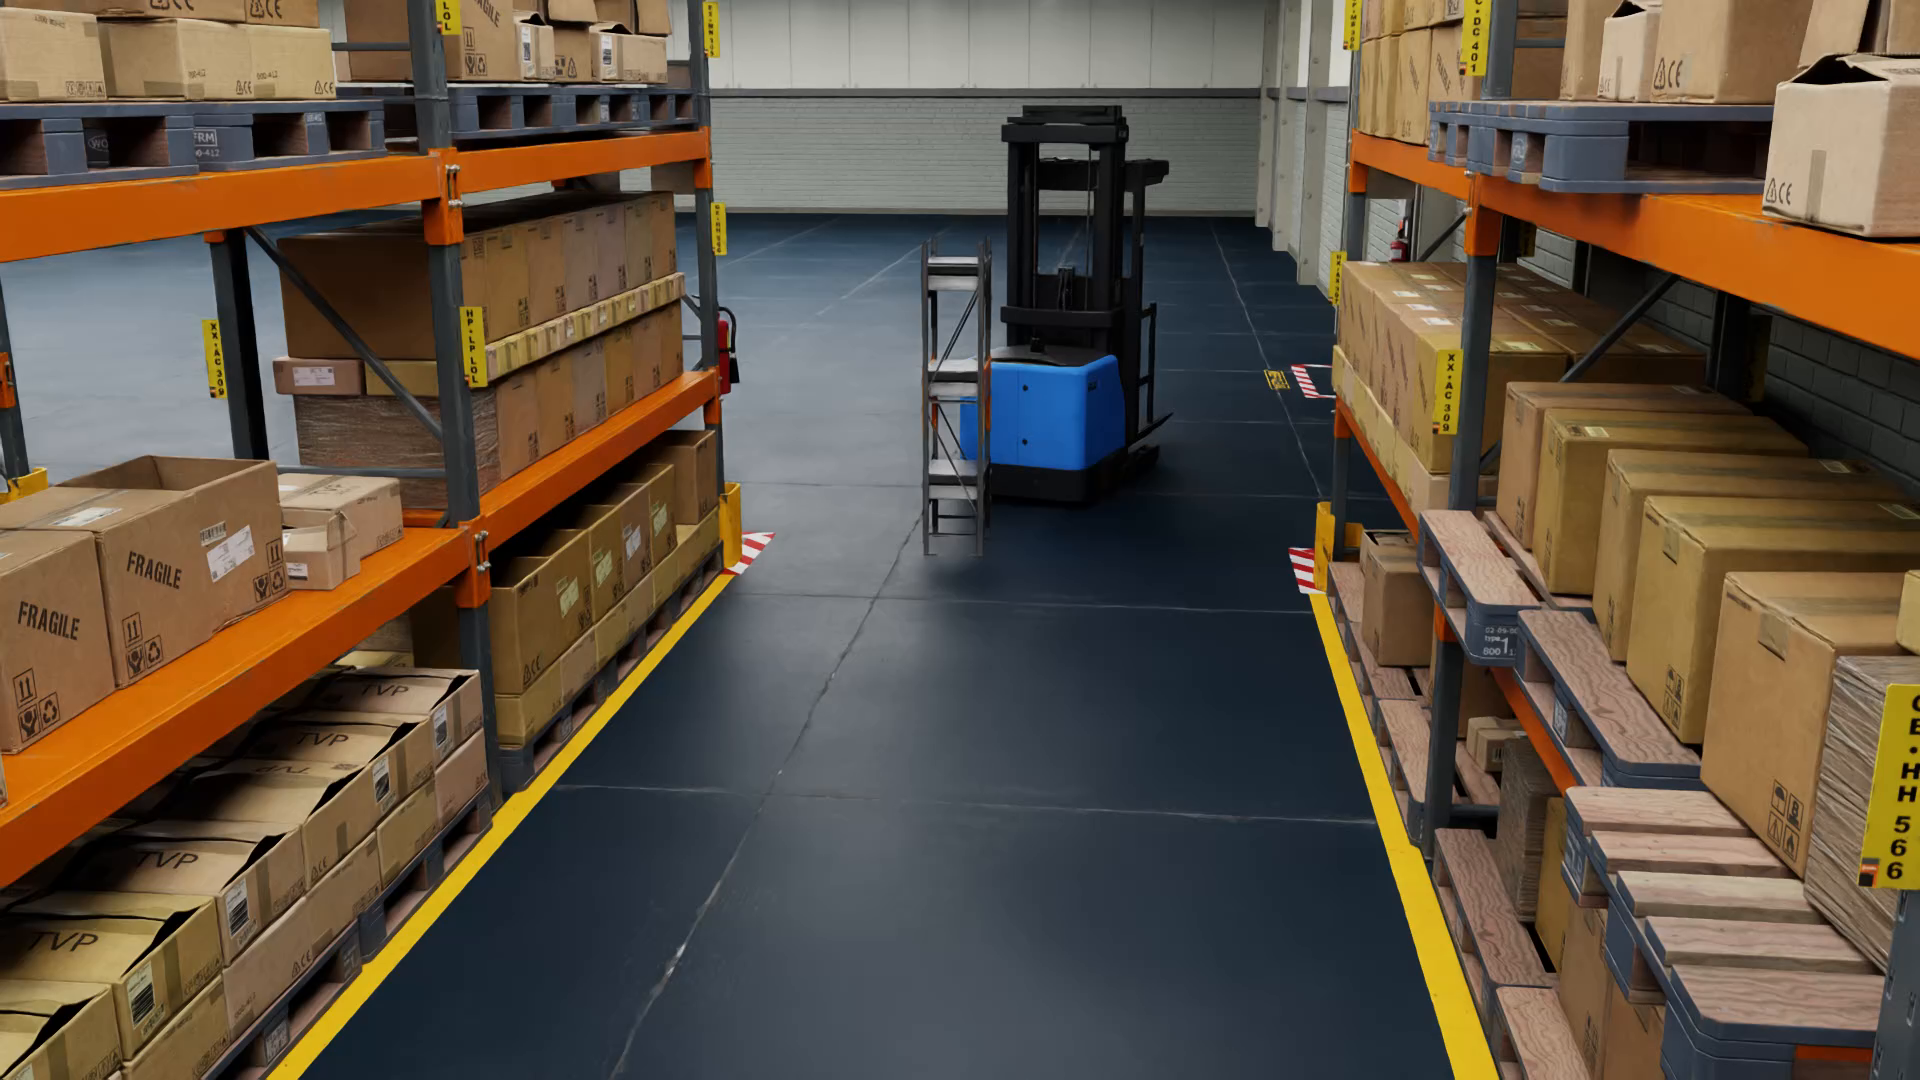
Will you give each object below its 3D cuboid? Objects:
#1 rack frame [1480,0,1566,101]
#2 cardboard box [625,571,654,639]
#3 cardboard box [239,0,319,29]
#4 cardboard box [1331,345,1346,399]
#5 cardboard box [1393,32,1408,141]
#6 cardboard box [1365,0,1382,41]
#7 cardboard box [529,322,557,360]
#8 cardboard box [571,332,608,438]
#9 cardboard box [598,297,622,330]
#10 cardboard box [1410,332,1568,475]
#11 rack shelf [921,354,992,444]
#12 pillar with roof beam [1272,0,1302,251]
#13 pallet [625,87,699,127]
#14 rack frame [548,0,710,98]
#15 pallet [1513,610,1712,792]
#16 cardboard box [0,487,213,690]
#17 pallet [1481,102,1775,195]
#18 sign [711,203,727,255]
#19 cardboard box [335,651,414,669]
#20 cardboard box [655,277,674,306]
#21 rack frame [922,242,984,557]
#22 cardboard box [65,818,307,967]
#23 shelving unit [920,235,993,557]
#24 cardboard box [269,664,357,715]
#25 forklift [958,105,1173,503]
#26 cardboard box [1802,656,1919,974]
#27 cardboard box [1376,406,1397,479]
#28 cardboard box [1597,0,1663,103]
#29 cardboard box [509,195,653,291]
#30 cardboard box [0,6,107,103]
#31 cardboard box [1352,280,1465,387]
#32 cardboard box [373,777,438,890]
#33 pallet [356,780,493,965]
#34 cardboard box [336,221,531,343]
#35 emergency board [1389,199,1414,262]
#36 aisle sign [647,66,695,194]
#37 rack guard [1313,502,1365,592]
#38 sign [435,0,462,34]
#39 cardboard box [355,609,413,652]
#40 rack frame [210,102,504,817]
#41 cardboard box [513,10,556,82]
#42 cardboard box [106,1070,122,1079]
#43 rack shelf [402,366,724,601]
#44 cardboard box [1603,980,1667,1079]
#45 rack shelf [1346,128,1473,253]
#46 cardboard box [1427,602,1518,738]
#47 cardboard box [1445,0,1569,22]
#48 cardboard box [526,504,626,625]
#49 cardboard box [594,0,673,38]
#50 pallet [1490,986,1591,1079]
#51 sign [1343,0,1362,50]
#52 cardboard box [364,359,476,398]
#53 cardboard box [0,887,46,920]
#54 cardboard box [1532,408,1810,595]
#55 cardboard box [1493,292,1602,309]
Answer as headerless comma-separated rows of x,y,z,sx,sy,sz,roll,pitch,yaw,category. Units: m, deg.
2.404,-3.029,5.623,1.000,3.000,0.127,2,15,6,rack frame
-1.991,0.347,9.096,0.500,0.250,0.500,2,15,6,cardboard box
-2.627,-2.059,5.830,0.500,0.500,0.500,2,15,7,cardboard box
2.485,-0.990,9.826,0.500,0.250,0.500,1,15,5,cardboard box
2.380,-2.184,8.016,0.500,0.500,0.500,3,15,10,cardboard box
2.464,-2.937,8.886,0.500,0.500,0.500,2,15,6,cardboard box
-2.181,-0.968,8.061,0.380,0.149,0.250,1,15,4,cardboard box
-2.304,-0.841,8.834,0.700,0.500,0.500,2,15,8,cardboard box
-2.065,-1.236,9.052,0.380,0.149,0.250,2,15,8,cardboard box
2.151,-0.564,6.812,0.500,0.500,0.500,2,15,6,cardboard box
-0.019,-0.957,11.233,0.431,0.518,0.480,2,15,6,rack shelf
2.067,-10.210,32.183,9.100,9.000,0.400,2,15,6,pillar with roof beam
-2.172,-2.538,9.723,1.003,0.211,1.213,2,15,6,pallet
-2.067,-4.211,9.996,1.000,3.000,0.127,2,15,6,rack frame
2.136,0.483,4.498,1.003,0.211,1.213,2,15,6,pallet
-2.737,0.139,5.209,0.500,0.500,0.500,2,15,6,cardboard box
2.115,-1.064,4.463,1.213,0.211,1.003,2,15,6,pallet
-1.529,-1.969,10.524,0.100,0.325,0.005,2,15,6,sign
-2.683,0.720,7.715,0.500,0.250,0.500,2,15,6,cardboard box
-1.949,-1.504,10.043,0.380,0.149,0.250,2,15,8,cardboard box
-0.046,-0.907,10.995,0.400,2.100,0.015,2,15,6,rack frame
-2.450,1.084,5.294,0.500,0.311,0.500,2,15,6,cardboard box
-0.019,-0.971,11.229,0.431,2.100,0.503,2,15,6,shelving unit
-2.812,0.676,6.804,0.500,0.311,0.500,2,15,6,cardboard box
1.030,-2.038,13.583,1.130,2.935,3.031,6,16,22,forklift
1.996,0.522,2.951,0.700,0.500,0.500,0,15,0,cardboard box
2.263,-0.462,7.872,0.500,0.250,0.500,2,15,6,cardboard box
2.194,-1.441,4.865,0.500,0.311,0.500,2,15,8,cardboard box
-2.192,-1.719,9.594,0.700,0.500,0.500,1,15,5,cardboard box
-2.795,-1.362,4.688,0.500,0.250,0.500,0,15,2,cardboard box
2.373,-1.093,8.769,0.500,0.500,0.500,1,15,4,cardboard box
-2.336,1.094,6.332,0.500,0.250,0.500,1,15,5,cardboard box
-2.562,1.261,6.595,1.003,0.211,1.213,2,15,6,pallet
-2.418,-1.198,7.671,0.700,0.500,0.500,2,15,6,cardboard box
4.630,-3.159,17.598,0.194,1.169,0.643,2,15,6,emergency board
-1.767,-2.578,10.470,0.394,0.787,0.004,2,15,6,aisle sign
2.847,0.056,10.496,1.175,0.500,0.348,2,15,6,rack guard
-1.978,-2.114,6.392,0.100,0.325,0.005,2,15,6,sign
-2.615,0.229,8.095,0.500,0.500,0.500,2,15,6,cardboard box
-2.518,-0.278,6.942,1.000,3.000,0.127,2,15,6,rack frame
-2.138,-2.216,7.461,0.500,0.311,0.500,1,15,3,cardboard box
-2.563,1.627,4.362,0.500,0.250,0.500,1,15,5,cardboard box
-2.292,-0.449,8.954,1.077,0.370,4.000,2,15,6,rack shelf
2.184,1.451,4.496,0.700,0.500,0.500,2,15,6,cardboard box
2.630,-1.752,8.027,1.077,0.370,4.000,2,15,6,rack shelf
2.482,0.591,7.675,0.500,0.500,0.500,1,15,2,cardboard box
2.192,-2.259,6.378,0.500,0.500,0.500,0,15,1,cardboard box
-2.042,0.115,8.518,0.500,0.500,0.500,2,15,6,cardboard box
-2.136,-2.934,9.750,0.797,0.503,0.637,3,15,10,cardboard box
2.183,1.733,4.850,1.003,0.211,1.213,2,15,6,pallet
2.317,-3.056,9.796,0.100,0.325,0.005,2,15,6,sign
-2.295,-0.703,7.081,0.380,0.149,0.250,2,15,6,cardboard box
-3.043,1.205,4.849,0.500,0.311,0.500,2,15,6,cardboard box
2.243,-0.118,5.316,0.700,0.500,0.500,3,15,12,cardboard box
2.836,-0.946,8.226,0.500,0.500,0.500,2,15,7,cardboard box
